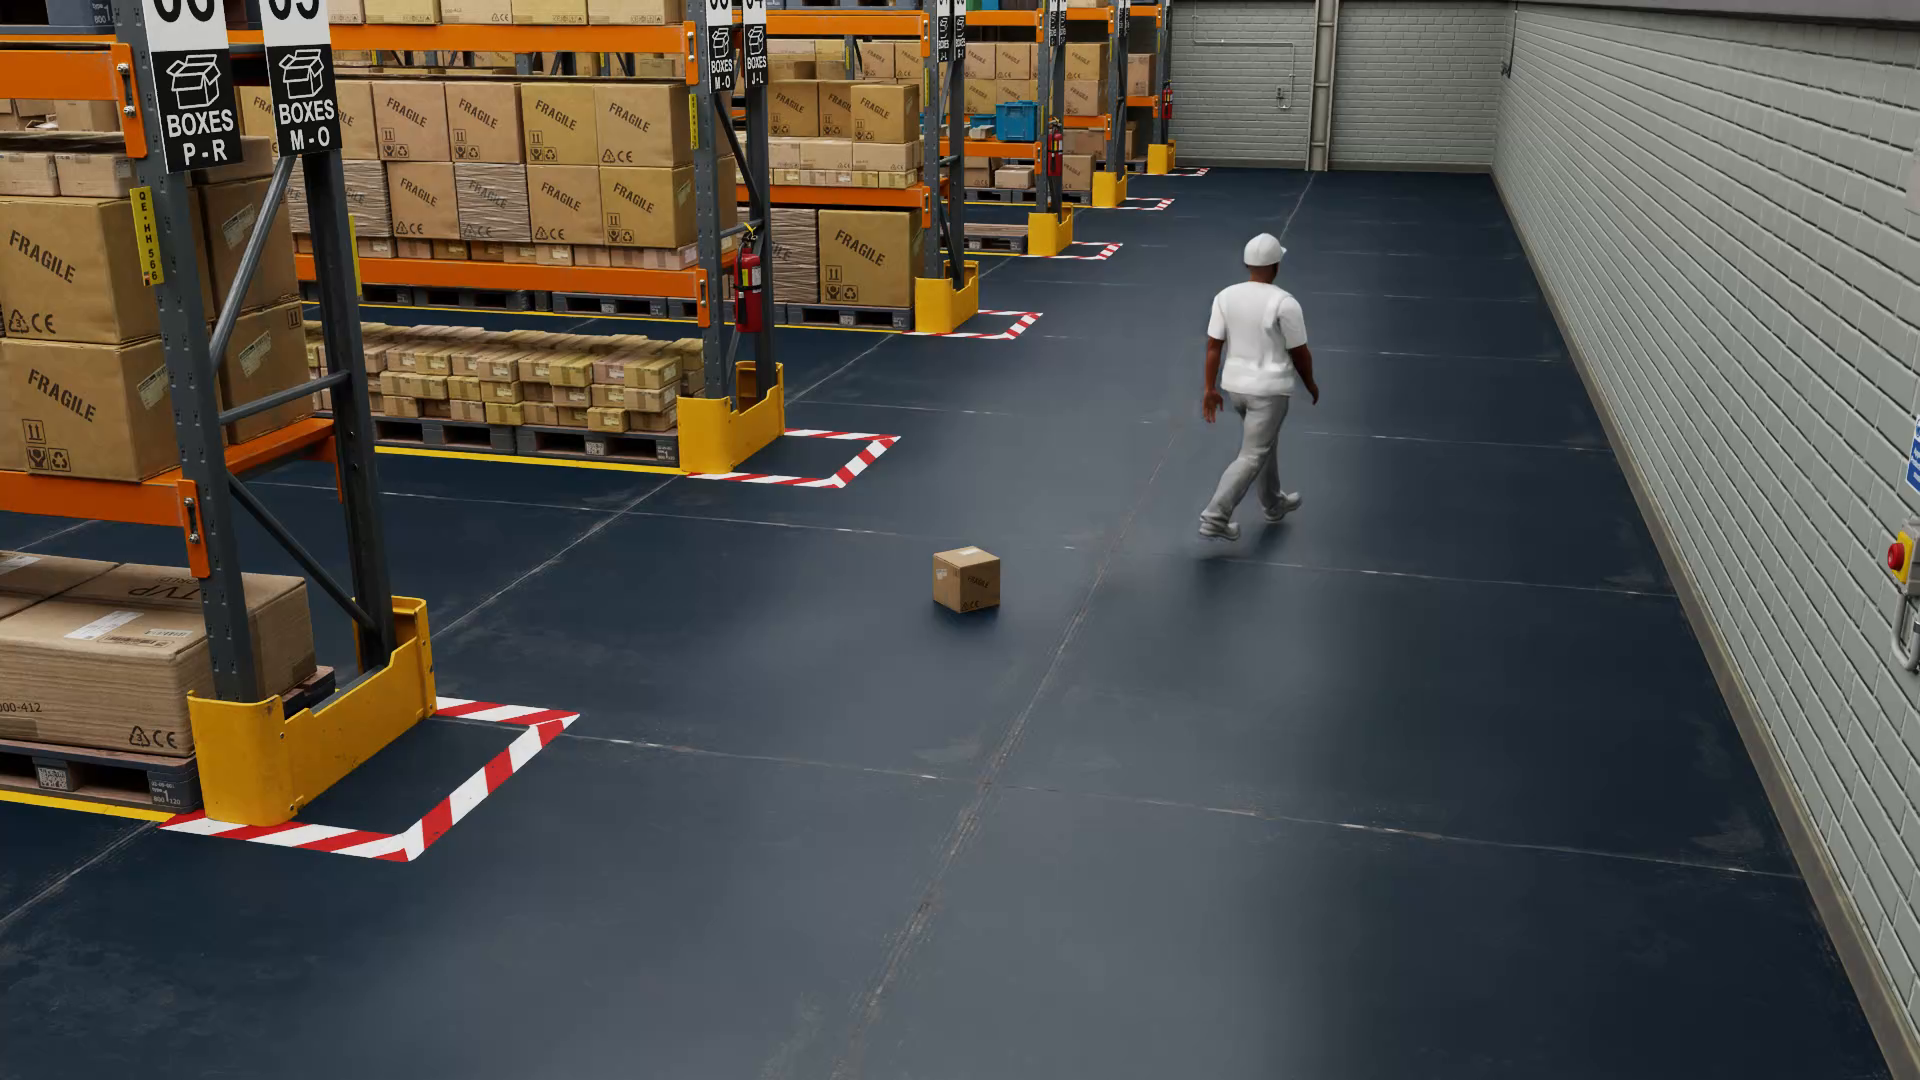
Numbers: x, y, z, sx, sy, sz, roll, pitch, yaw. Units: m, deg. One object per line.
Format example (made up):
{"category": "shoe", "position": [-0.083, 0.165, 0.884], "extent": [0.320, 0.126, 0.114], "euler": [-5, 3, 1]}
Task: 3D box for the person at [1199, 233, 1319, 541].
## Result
{"category": "person", "position": [1.698, -0.860, 9.368], "extent": [1.071, 1.723, 0.558], "euler": [-14, 23, -37]}
